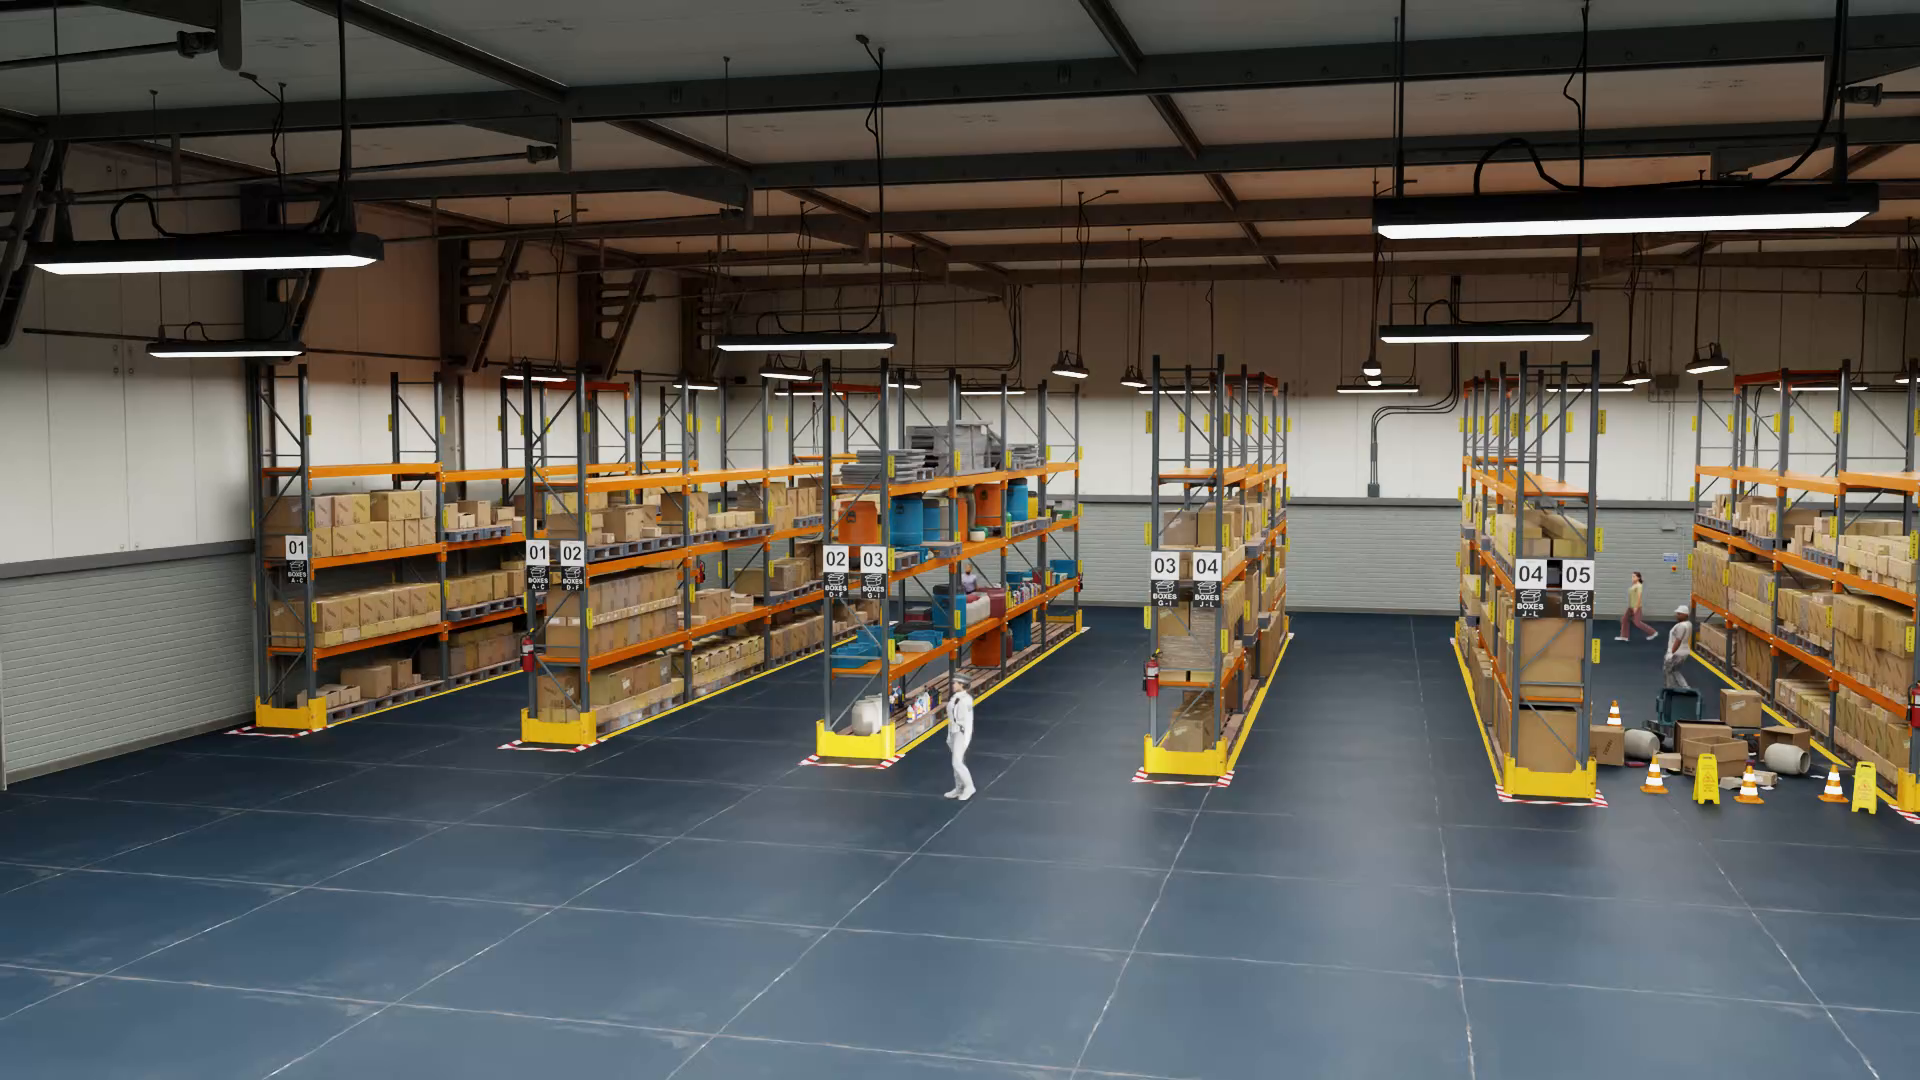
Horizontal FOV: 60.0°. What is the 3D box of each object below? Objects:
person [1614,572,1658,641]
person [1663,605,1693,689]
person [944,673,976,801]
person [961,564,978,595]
[{"bbox_3d":[15.618,1.537,38.370,0.922,1.619,0.531,1,4,13],"label":"person"},{"bbox_3d":[12.959,2.068,30.151,0.614,1.781,0.591,-3,5,-37],"label":"person"},{"bbox_3d":[-0.010,2.619,22.277,0.376,1.690,0.510,-2,4,-22],"label":"person"},{"bbox_3d":[0.193,1.385,40.867,0.499,1.605,0.912,1,4,19],"label":"person"}]
